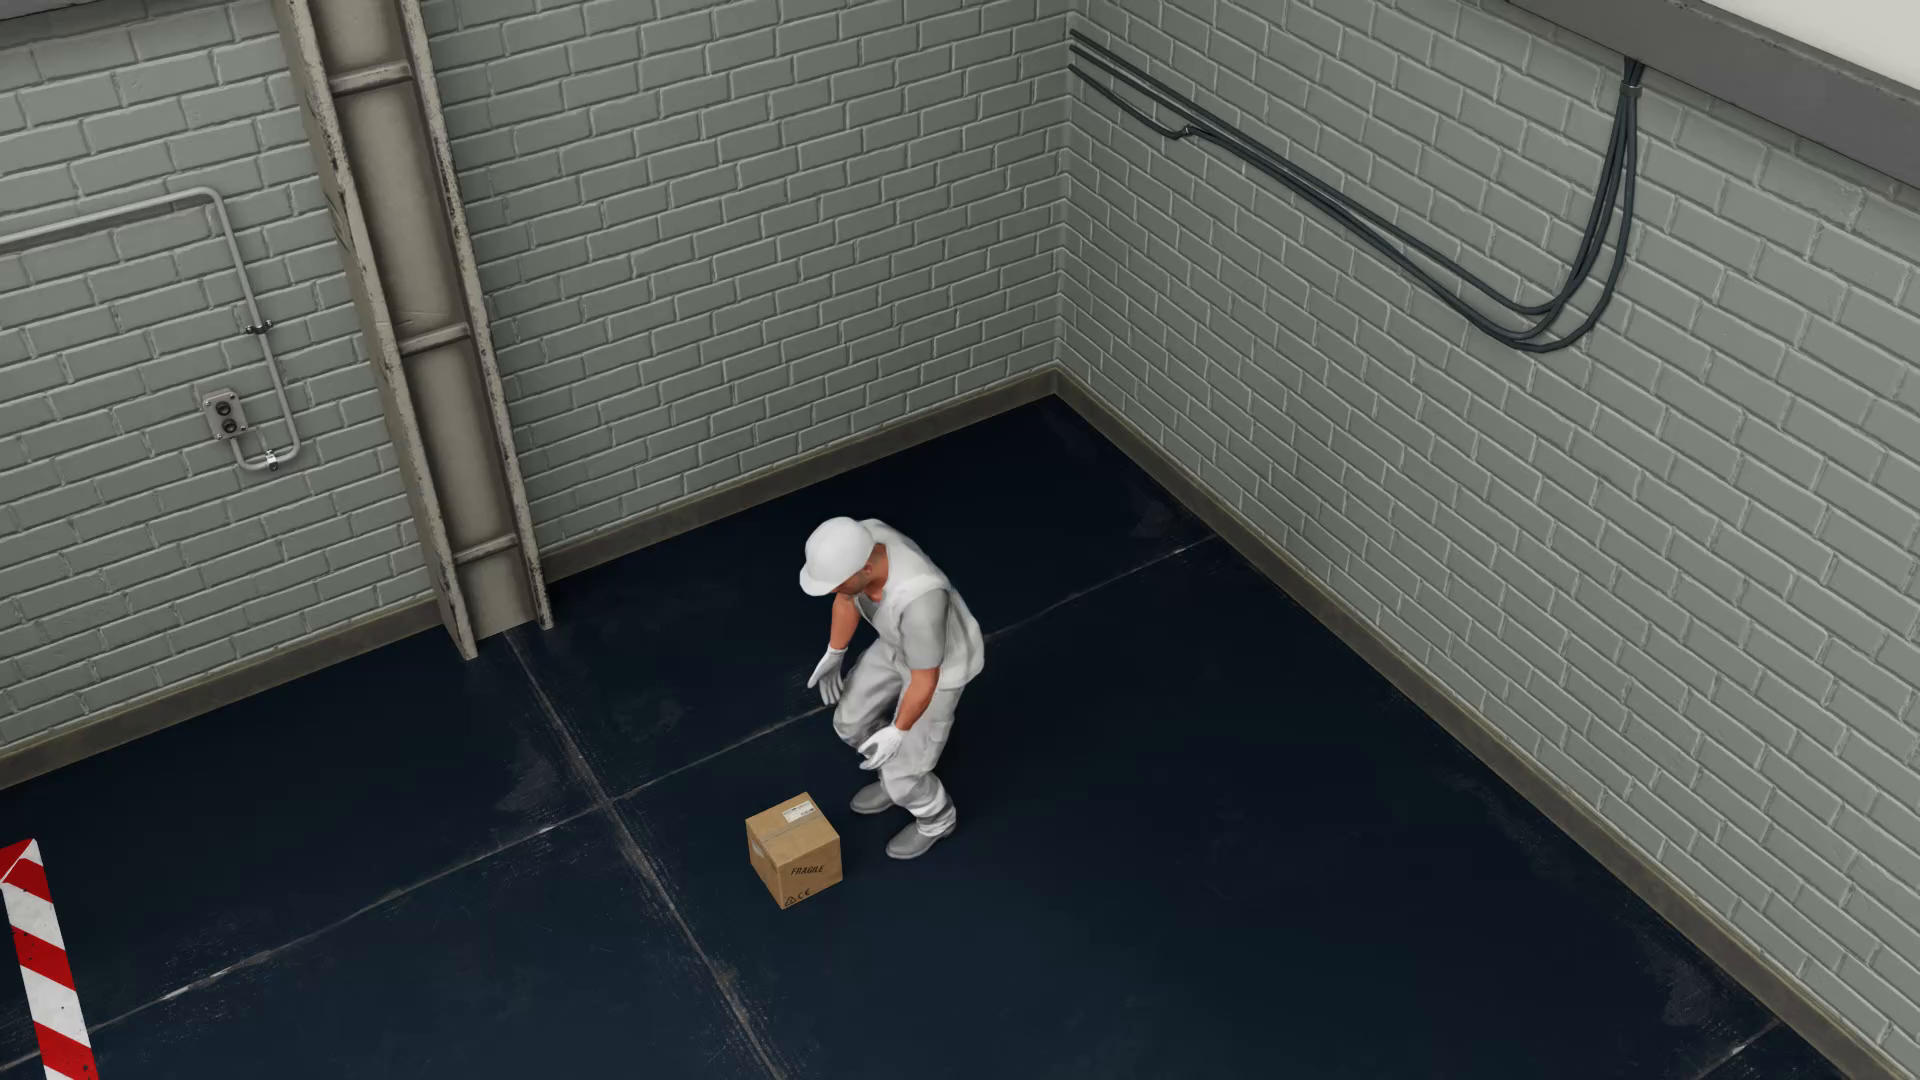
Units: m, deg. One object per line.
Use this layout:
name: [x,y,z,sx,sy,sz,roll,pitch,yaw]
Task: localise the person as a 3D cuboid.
person: [-0.223,0.485,5.731,0.647,1.580,0.575,-22,45,-24]
